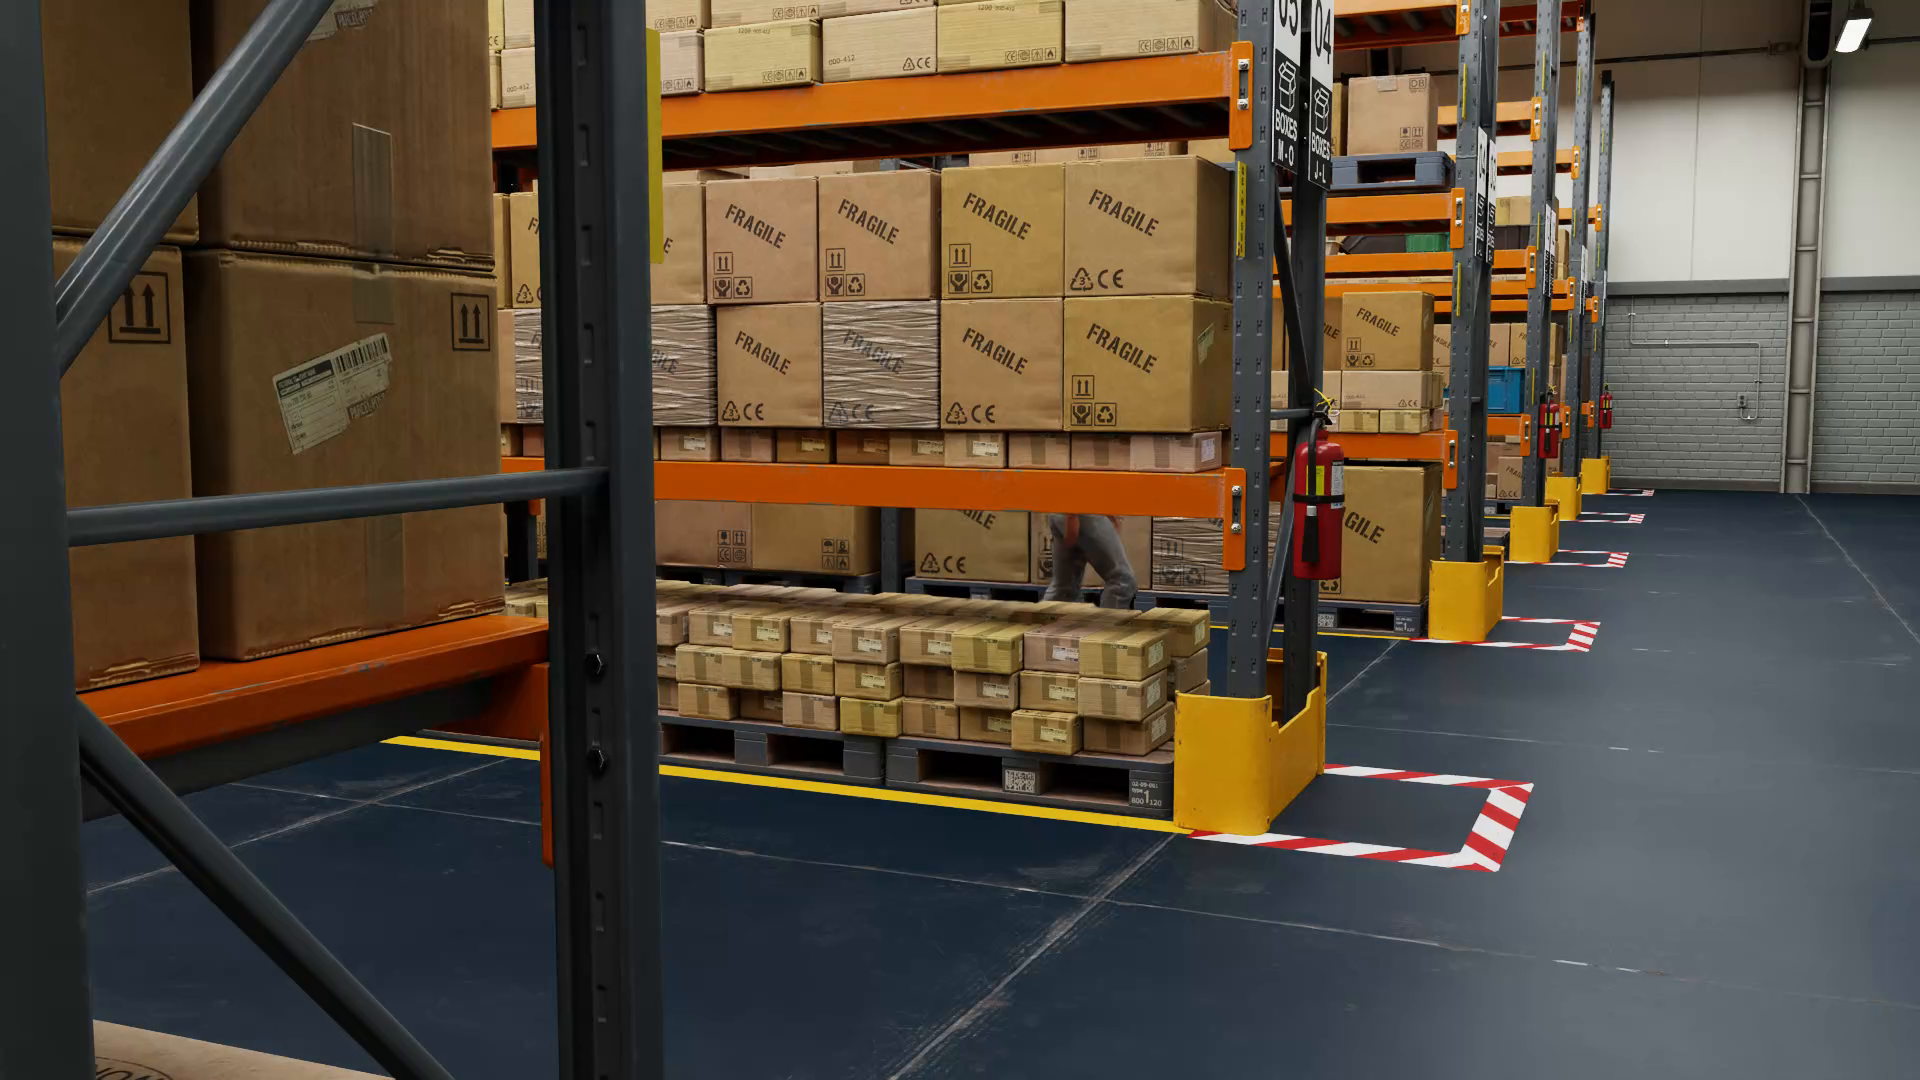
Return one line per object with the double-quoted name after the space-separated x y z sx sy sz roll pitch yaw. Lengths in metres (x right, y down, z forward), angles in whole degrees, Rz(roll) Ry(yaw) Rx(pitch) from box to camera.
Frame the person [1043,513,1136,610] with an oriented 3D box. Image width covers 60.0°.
0.694 -0.110 9.178 0.629 1.830 0.551 -1 6 -6 "person"
